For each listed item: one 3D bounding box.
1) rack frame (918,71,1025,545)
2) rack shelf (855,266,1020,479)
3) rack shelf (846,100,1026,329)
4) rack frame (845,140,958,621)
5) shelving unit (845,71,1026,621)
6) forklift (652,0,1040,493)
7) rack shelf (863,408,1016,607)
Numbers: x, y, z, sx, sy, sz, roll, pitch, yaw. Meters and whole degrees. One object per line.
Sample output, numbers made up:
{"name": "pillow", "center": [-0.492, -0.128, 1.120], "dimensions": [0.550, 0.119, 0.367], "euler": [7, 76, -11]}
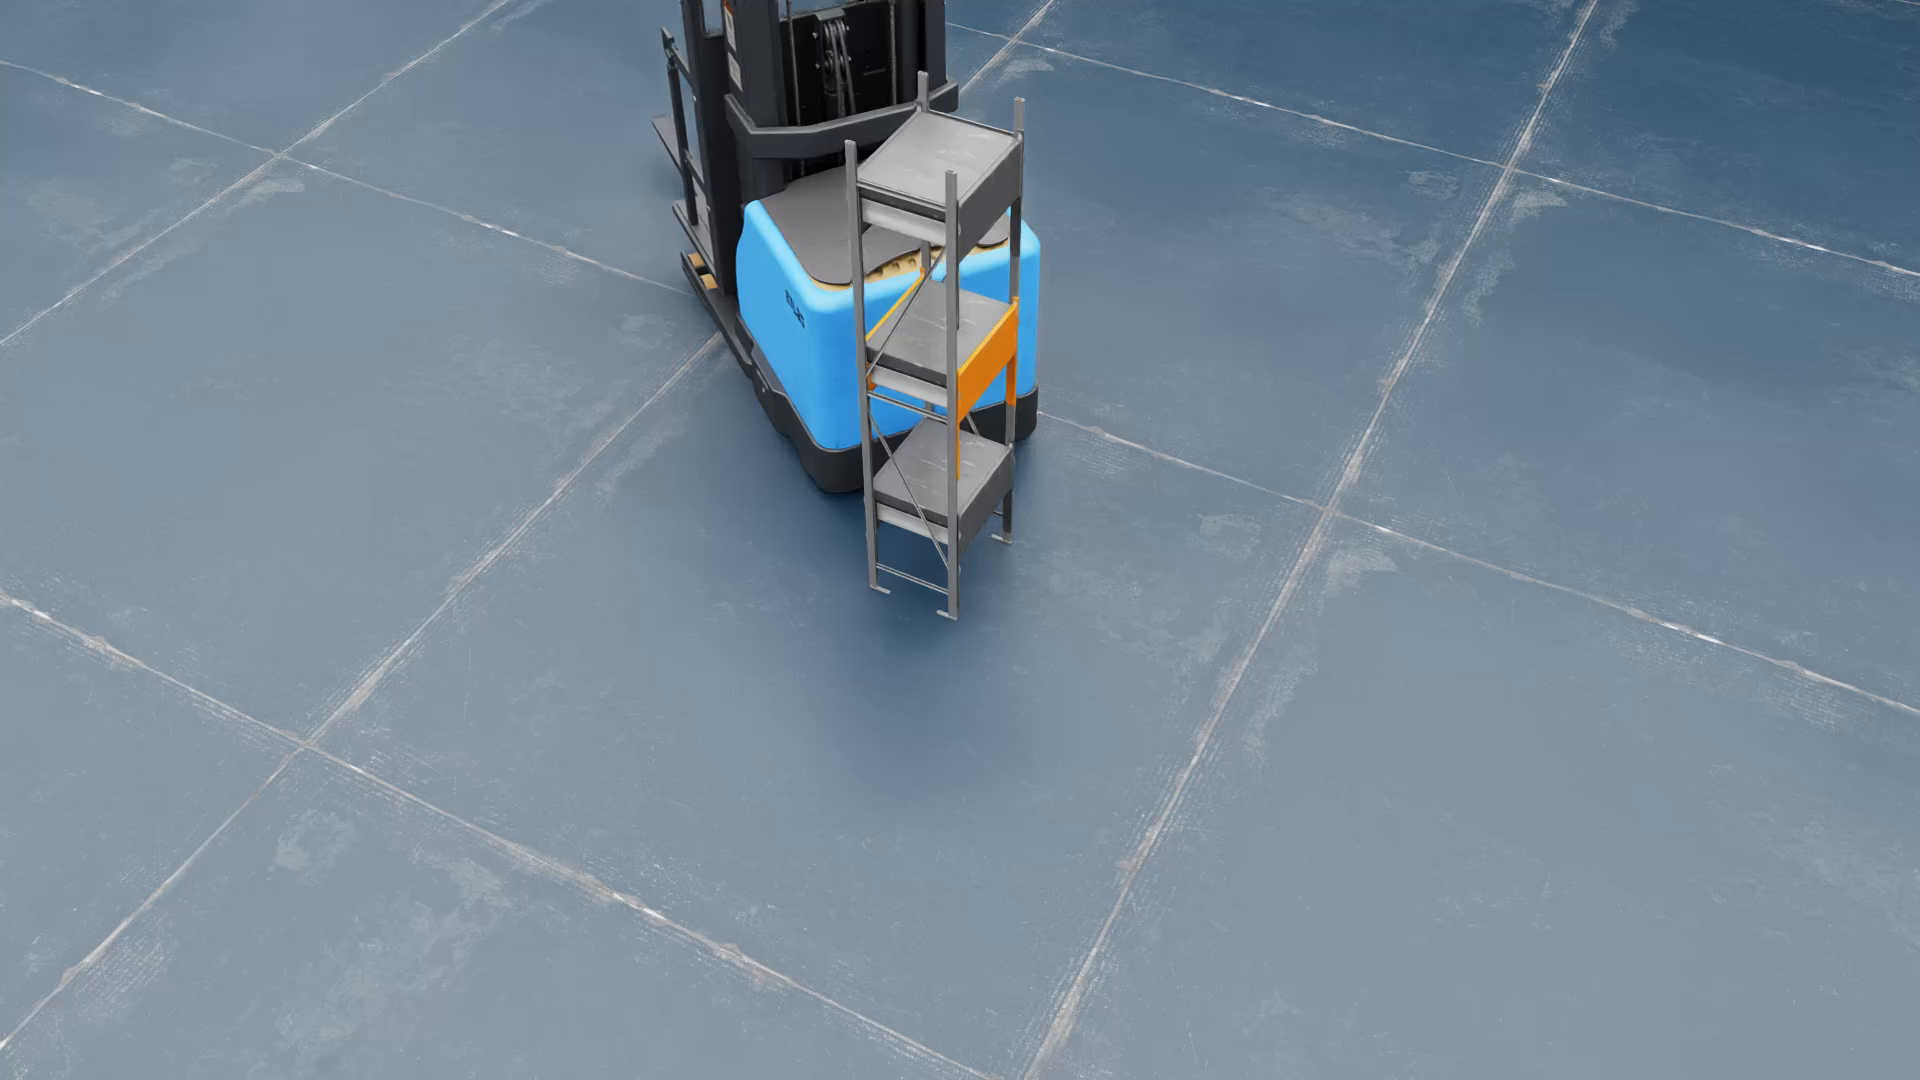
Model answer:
{"name": "rack frame", "center": [0.036, -0.788, 6.332], "dimensions": [0.400, 2.100, 0.015], "euler": [20, 49, 19]}
{"name": "rack shelf", "center": [-0.077, -0.624, 6.190], "dimensions": [0.431, 0.518, 0.480], "euler": [20, 49, 19]}
{"name": "rack shelf", "center": [-0.077, -1.116, 5.692], "dimensions": [0.431, 0.518, 0.480], "euler": [20, 49, 19]}
{"name": "rack frame", "center": [-0.190, -0.480, 6.028], "dimensions": [0.400, 2.100, 0.015], "euler": [20, 49, 19]}
{"name": "shelving unit", "center": [-0.077, -0.634, 6.180], "dimensions": [0.431, 2.100, 0.503], "euler": [20, 49, 19]}
{"name": "forklift", "center": [-0.729, -2.289, 7.232], "dimensions": [1.130, 2.935, 3.031], "euler": [-18, 48, -17]}
{"name": "rack shelf", "center": [-0.077, -0.132, 6.688], "dimensions": [0.431, 0.518, 0.480], "euler": [20, 49, 19]}
